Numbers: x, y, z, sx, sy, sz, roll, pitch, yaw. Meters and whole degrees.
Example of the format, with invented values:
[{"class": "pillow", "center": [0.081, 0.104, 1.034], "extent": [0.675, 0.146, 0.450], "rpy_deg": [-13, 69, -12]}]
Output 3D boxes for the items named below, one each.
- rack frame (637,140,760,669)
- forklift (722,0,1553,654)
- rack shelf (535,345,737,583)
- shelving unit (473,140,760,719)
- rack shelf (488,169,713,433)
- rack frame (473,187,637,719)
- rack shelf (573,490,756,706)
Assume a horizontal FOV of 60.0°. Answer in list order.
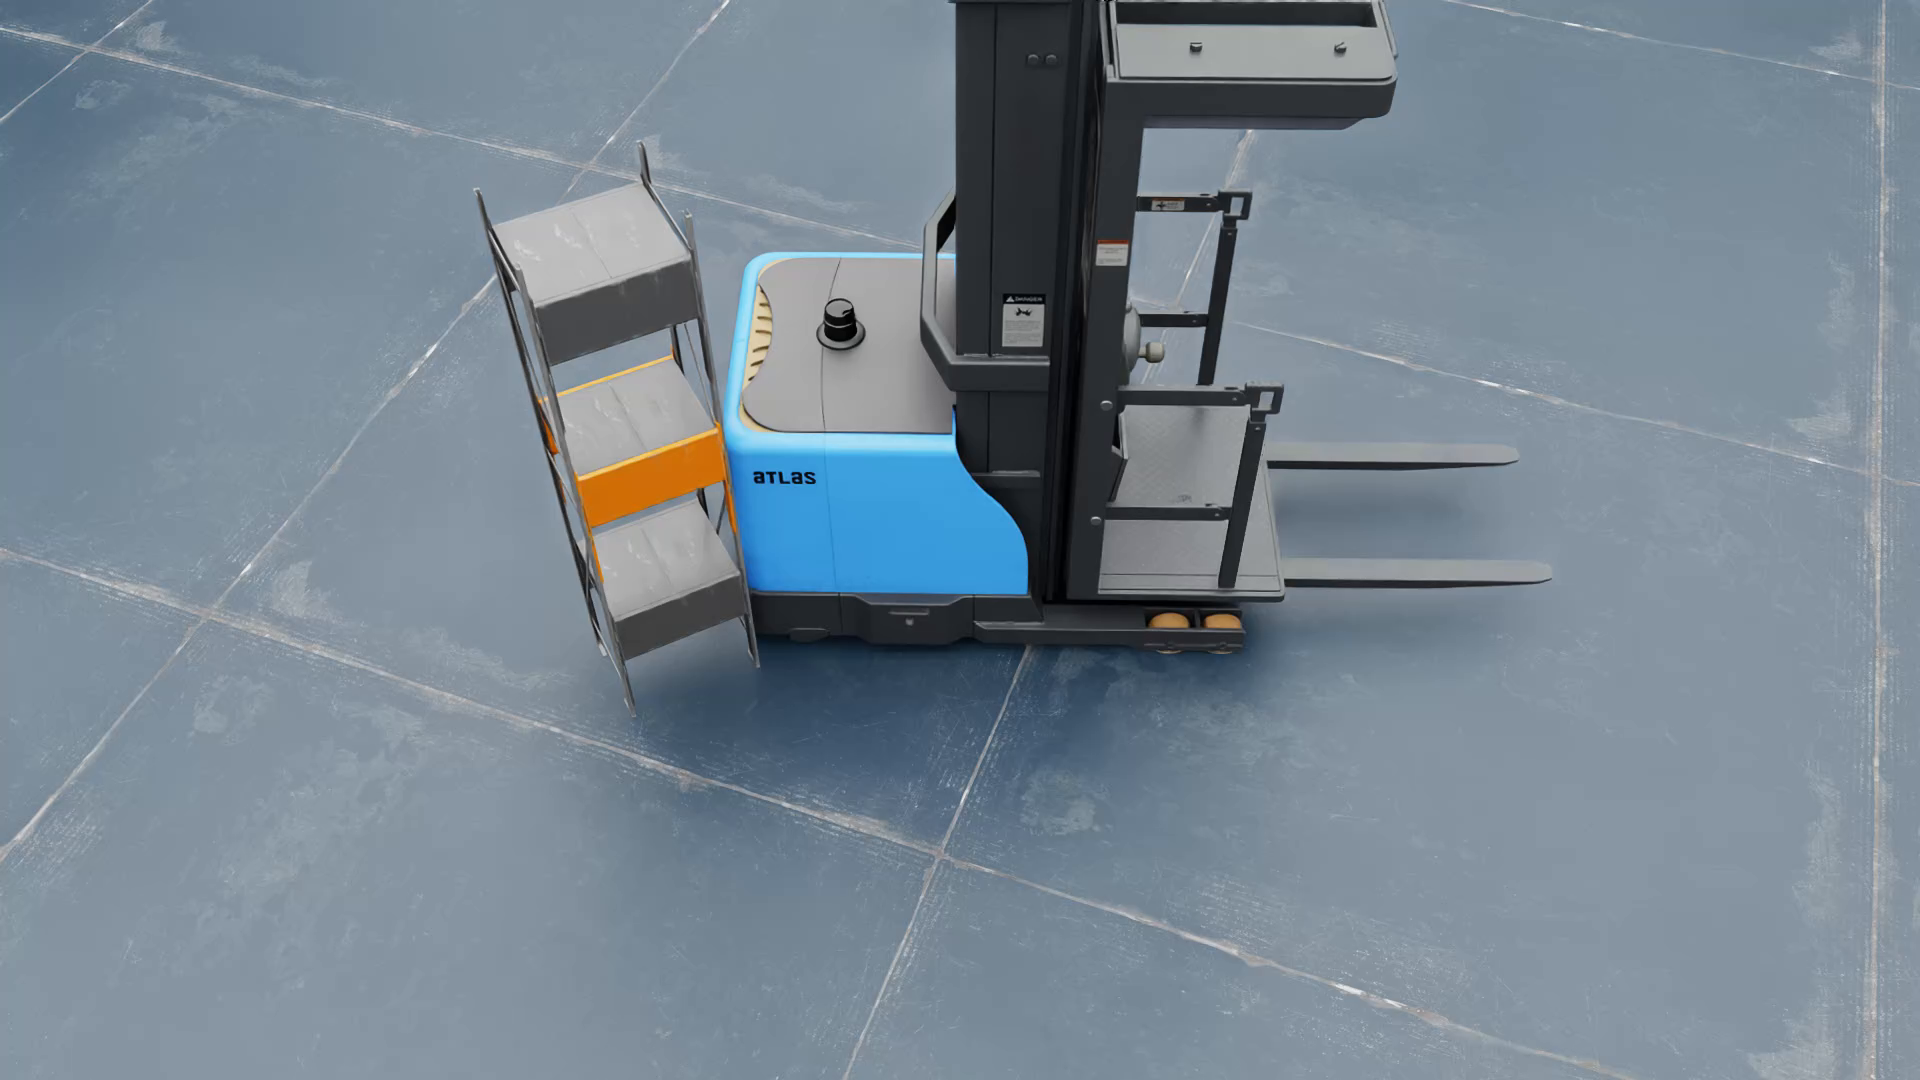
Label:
[{"class": "rack frame", "center": [-0.844, -0.344, 5.525], "extent": [0.015, 2.100, 0.400], "rpy_deg": [-22, 52, -18]}, {"class": "forklift", "center": [0.703, -0.939, 5.491], "extent": [3.031, 2.935, 1.130], "rpy_deg": [1, 49, 1]}, {"class": "rack shelf", "center": [-1.060, -0.250, 5.461], "extent": [0.480, 0.518, 0.431], "rpy_deg": [-22, 52, -18]}, {"class": "shelving unit", "center": [-1.060, -0.259, 5.451], "extent": [0.503, 2.100, 0.431], "rpy_deg": [-22, 52, -18]}, {"class": "rack shelf", "center": [-1.060, -0.708, 4.933], "extent": [0.480, 0.518, 0.431], "rpy_deg": [-22, 52, -18]}, {"class": "rack frame", "center": [-1.276, -0.173, 5.377], "extent": [0.015, 2.100, 0.400], "rpy_deg": [-22, 52, -18]}, {"class": "rack shelf", "center": [-1.060, 0.209, 5.990], "extent": [0.480, 0.518, 0.431], "rpy_deg": [-22, 52, -18]}]
